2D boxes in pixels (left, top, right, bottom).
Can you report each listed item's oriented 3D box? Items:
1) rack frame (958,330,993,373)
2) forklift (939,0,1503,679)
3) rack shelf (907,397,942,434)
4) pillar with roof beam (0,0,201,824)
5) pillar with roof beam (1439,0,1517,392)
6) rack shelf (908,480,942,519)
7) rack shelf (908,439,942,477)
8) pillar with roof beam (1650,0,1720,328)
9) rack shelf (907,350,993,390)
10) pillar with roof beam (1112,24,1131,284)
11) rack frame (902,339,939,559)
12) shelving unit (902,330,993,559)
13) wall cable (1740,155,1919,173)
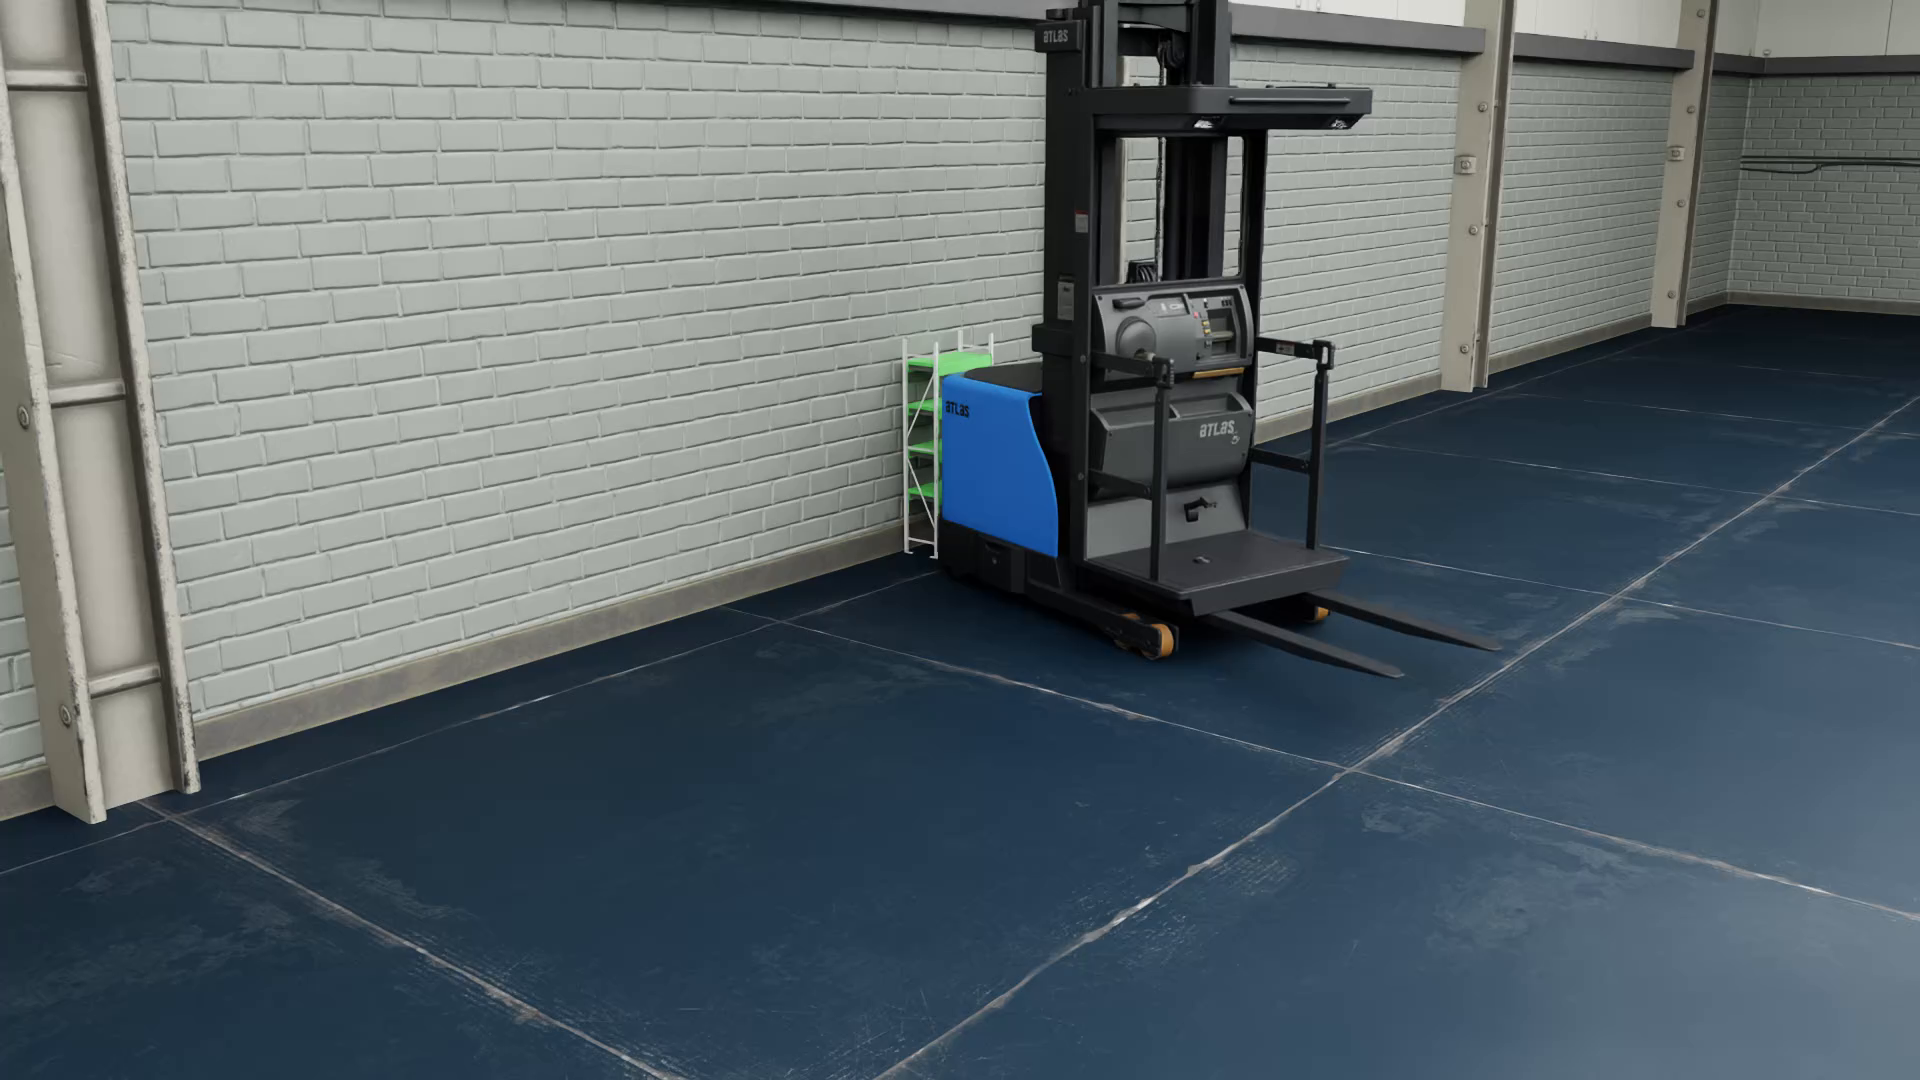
[{"bbox_3d":[0.088,-0.590,9.506,0.240,1.200,0.015,11,18,37],"label":"rack frame"},{"bbox_3d":[1.137,-1.014,7.662,1.130,2.935,3.031,-10,17,-33],"label":"forklift"},{"bbox_3d":[-0.064,-0.713,9.277,0.258,0.148,0.480,11,18,37],"label":"rack shelf"},{"bbox_3d":[0.348,-2.773,2.261,9.100,9.000,0.400,11,18,38],"label":"pillar with roof beam"},{"bbox_3d":[7.890,-5.071,11.307,9.100,9.000,0.400,11,18,38],"label":"pillar with roof beam"},{"bbox_3d":[-0.063,-0.248,9.395,0.258,0.148,0.480,11,18,37],"label":"rack shelf"},{"bbox_3d":[-0.064,-0.481,9.336,0.258,0.148,0.480,11,18,37],"label":"rack shelf"},{"bbox_3d":[11.661,-6.220,15.831,9.100,9.000,0.400,11,18,38],"label":"pillar with roof beam"},{"bbox_3d":[-0.064,-0.946,9.218,0.258,0.148,0.480,11,18,37],"label":"rack shelf"},{"bbox_3d":[4.119,-3.922,6.784,9.100,9.000,0.400,11,18,38],"label":"pillar with roof beam"},{"bbox_3d":[-0.216,-0.495,9.135,0.240,1.200,0.015,11,18,37],"label":"rack frame"},{"bbox_3d":[-0.064,-0.542,9.320,0.258,1.200,0.503,11,18,37],"label":"shelving unit"},{"bbox_3d":[11.193,-5.741,20.251,3.097,2.526,0.112,11,18,38],"label":"wall cable"}]
